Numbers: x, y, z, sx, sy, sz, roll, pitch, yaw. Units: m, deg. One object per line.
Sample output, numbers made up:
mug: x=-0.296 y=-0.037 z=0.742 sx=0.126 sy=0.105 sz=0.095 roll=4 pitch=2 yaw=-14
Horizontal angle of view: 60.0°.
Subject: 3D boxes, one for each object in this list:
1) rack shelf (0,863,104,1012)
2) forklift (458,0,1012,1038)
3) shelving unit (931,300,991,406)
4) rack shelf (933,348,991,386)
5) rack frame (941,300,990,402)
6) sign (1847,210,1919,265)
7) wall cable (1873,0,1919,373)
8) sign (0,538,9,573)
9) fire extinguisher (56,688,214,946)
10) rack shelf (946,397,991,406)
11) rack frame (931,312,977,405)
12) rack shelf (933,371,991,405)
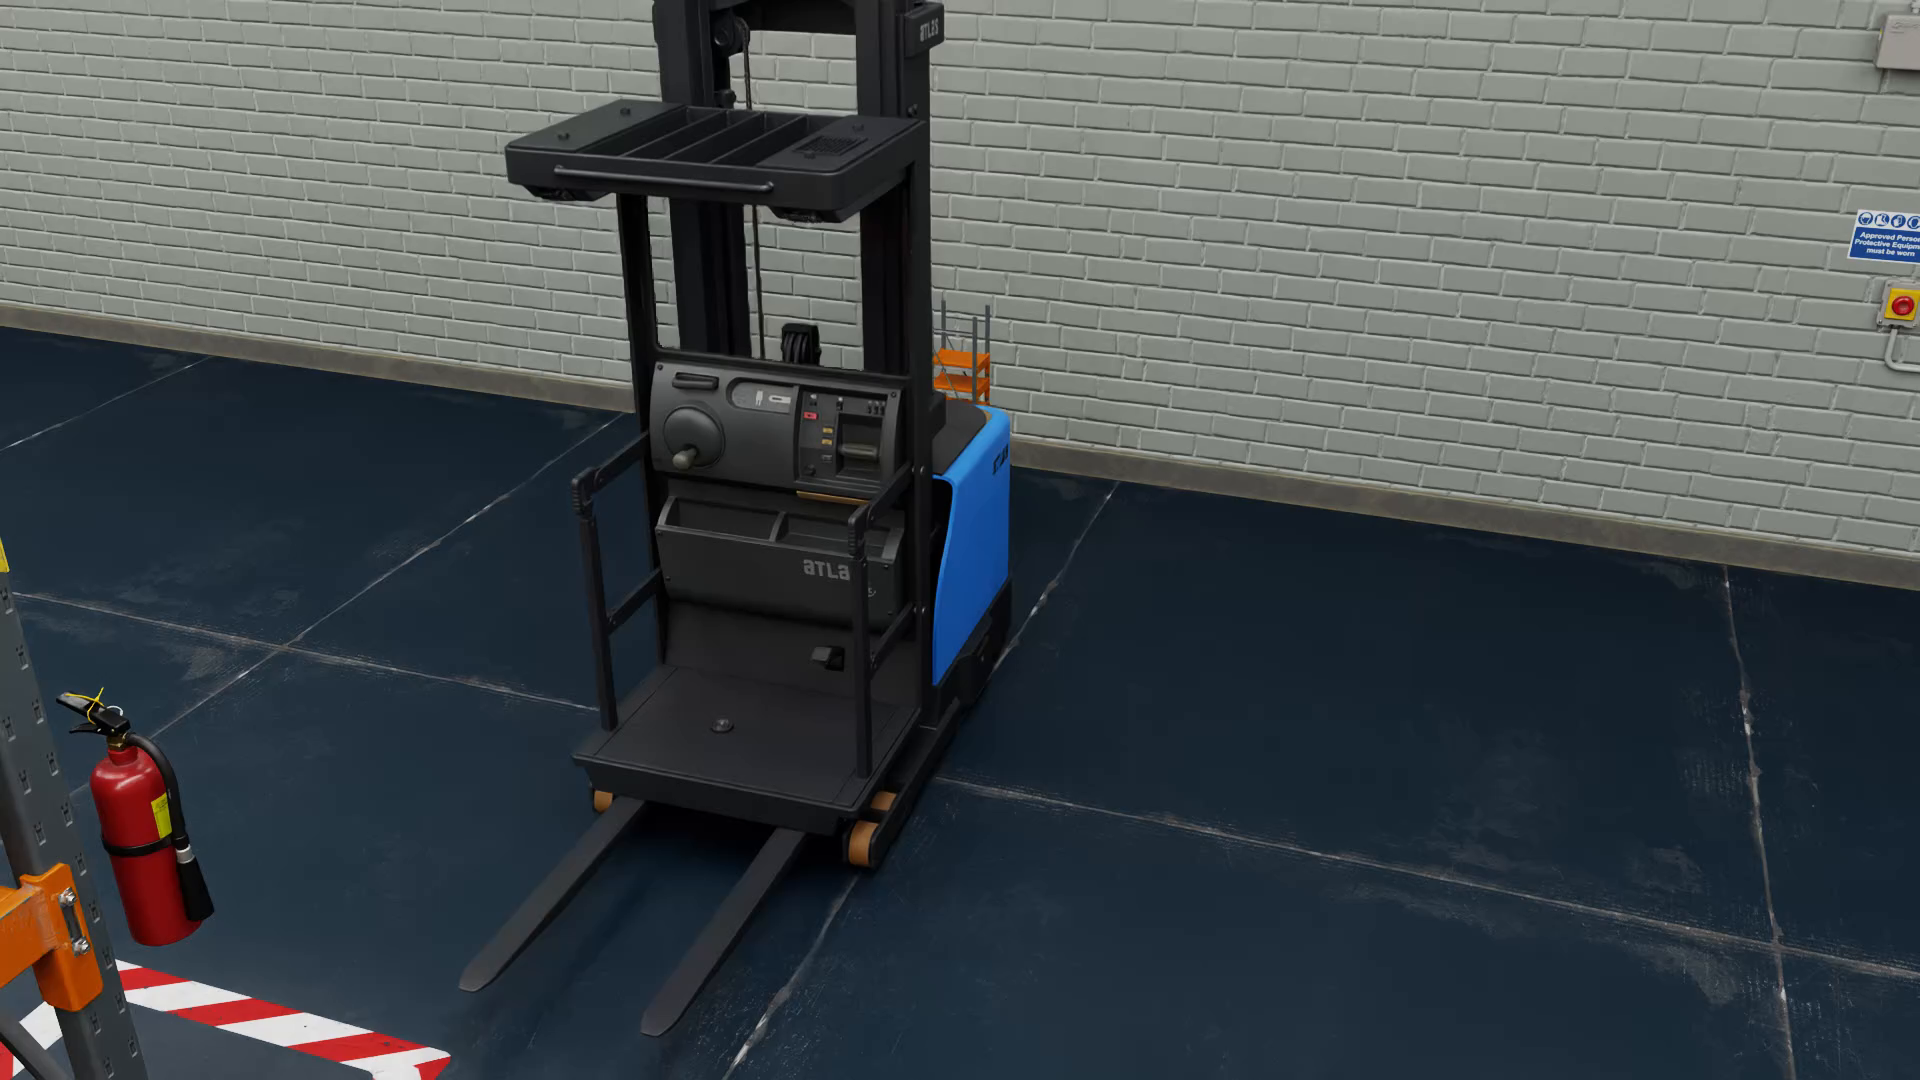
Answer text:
rack shelf: x=-3.148 y=1.633 z=2.262 sx=1.077 sy=0.370 sz=4.000 roll=9 pitch=27 yaw=17
forklift: x=-0.716 y=-0.361 z=5.631 sx=1.130 sy=2.935 sz=3.031 roll=8 pitch=27 yaw=16
shelving unit: x=-0.005 y=-0.534 z=7.976 sx=0.258 sy=1.200 sz=0.189 roll=9 pitch=27 yaw=17
rack shelf: x=-0.005 y=-0.818 z=7.839 sx=0.258 sy=0.103 sz=0.180 roll=9 pitch=27 yaw=17
rack frame: x=0.026 y=-0.572 z=8.054 sx=0.240 sy=1.200 sz=0.006 roll=9 pitch=27 yaw=17
sign: x=4.049 y=-1.311 z=7.206 sx=0.327 sy=0.218 sz=0.001 roll=9 pitch=27 yaw=17
wall cable: x=4.074 y=-1.629 z=6.970 sx=0.585 sy=1.953 sz=0.123 roll=9 pitch=27 yaw=17
sign: x=-1.965 y=-0.088 z=3.298 sx=0.100 sy=0.325 sz=0.005 roll=9 pitch=27 yaw=17
fire extinguisher: x=-1.963 y=0.653 z=3.976 sx=0.296 sy=0.674 sz=0.183 roll=9 pitch=27 yaw=17
rack shelf: x=-0.005 y=-0.602 z=7.943 sx=0.258 sy=0.103 sz=0.180 roll=9 pitch=27 yaw=17
rack frame: x=-0.035 y=-0.496 z=7.899 sx=0.240 sy=1.200 sz=0.006 roll=9 pitch=27 yaw=17
rack shelf: x=-0.005 y=-0.710 z=7.891 sx=0.258 sy=0.103 sz=0.180 roll=9 pitch=27 yaw=17
